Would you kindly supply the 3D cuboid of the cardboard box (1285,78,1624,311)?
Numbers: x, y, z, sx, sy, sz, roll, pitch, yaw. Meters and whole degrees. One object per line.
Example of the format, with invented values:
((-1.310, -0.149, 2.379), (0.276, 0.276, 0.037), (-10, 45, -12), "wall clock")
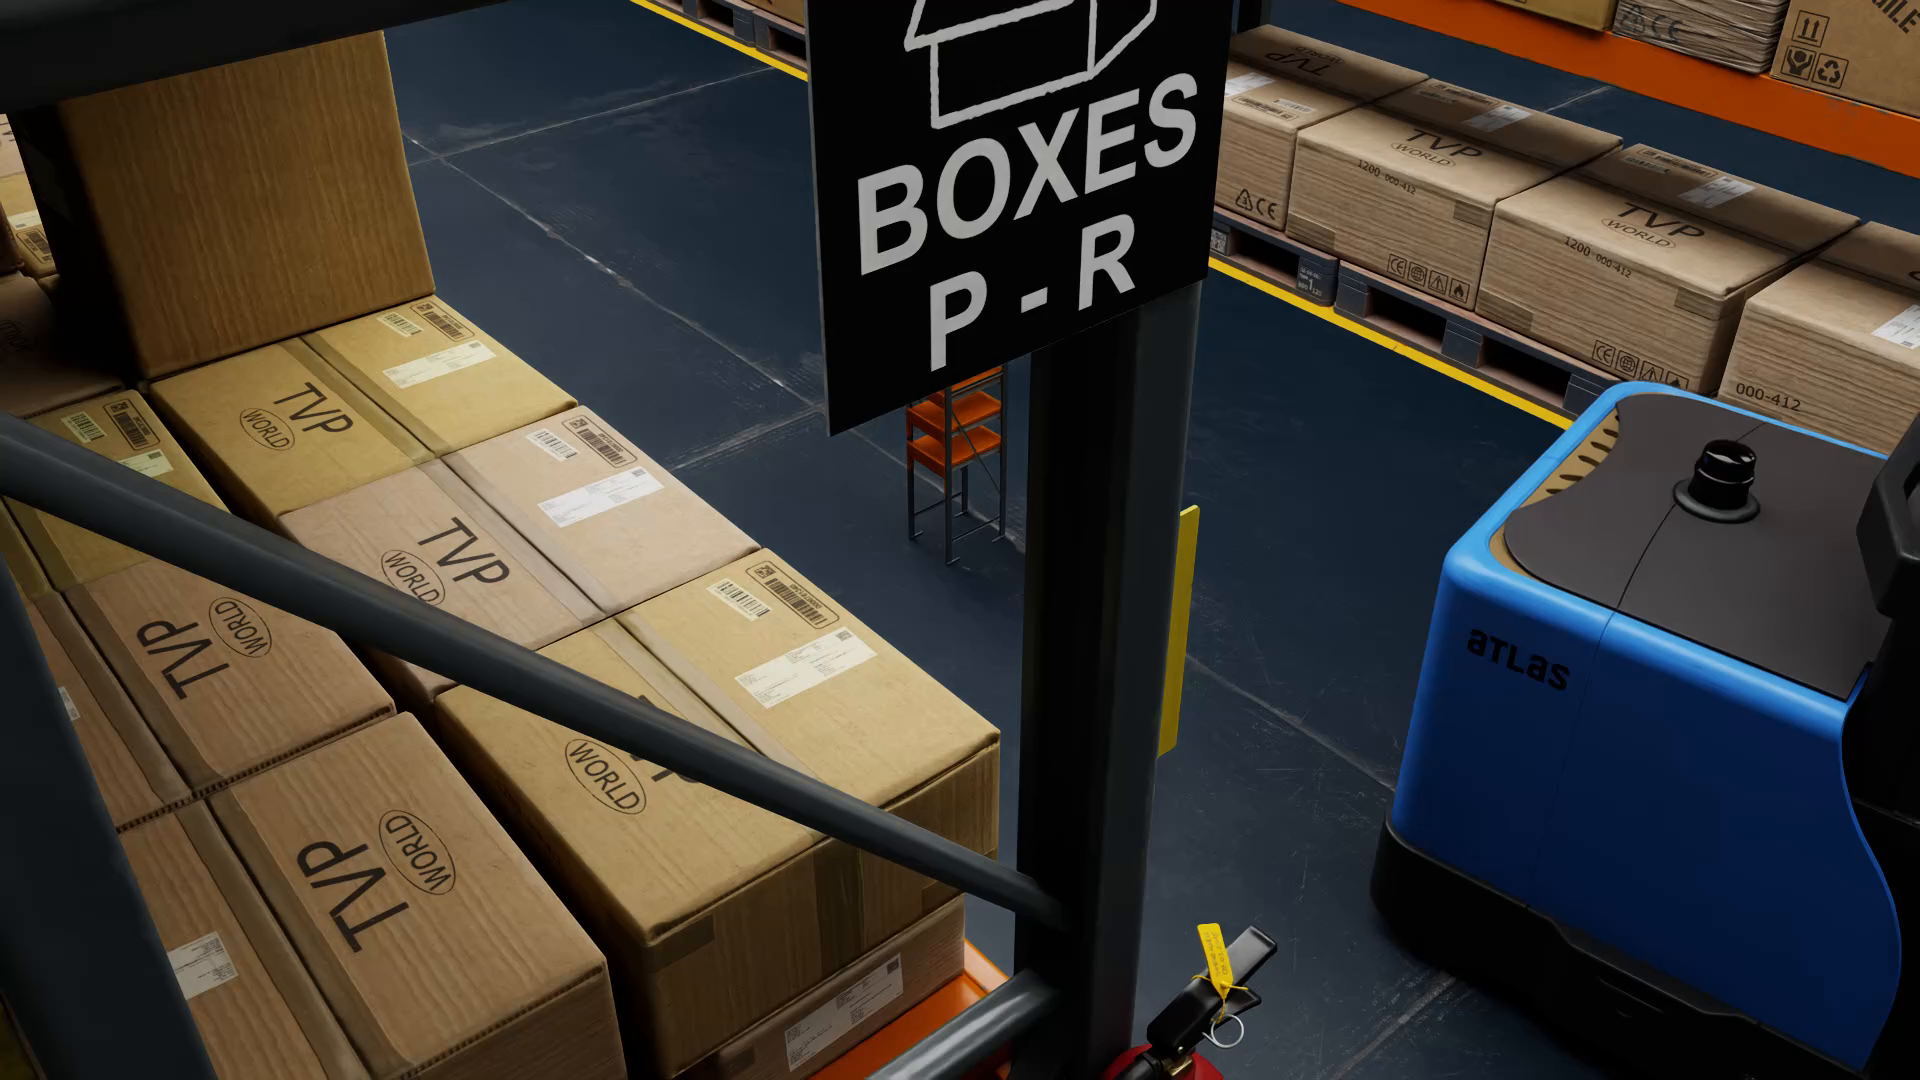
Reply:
((1.897, -1.361, 6.430), (0.875, 0.438, 0.875), (-27, 44, -33), "cardboard box")

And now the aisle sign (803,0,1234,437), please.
((0.056, -0.469, 1.067), (0.394, 0.787, 0.004), (-26, 43, -32), "aisle sign")

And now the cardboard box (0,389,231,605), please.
((-1.360, 0.059, 2.444), (0.500, 0.250, 0.500), (-25, 42, -30), "cardboard box")

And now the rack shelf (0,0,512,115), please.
((-1.503, -1.142, 2.294), (1.077, 0.370, 4.000), (-26, 43, -32), "rack shelf")

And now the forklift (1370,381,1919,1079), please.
((2.434, 0.032, 2.669), (3.031, 2.935, 1.130), (25, 42, 31), "forklift")

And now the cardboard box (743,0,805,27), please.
((-0.631, -3.287, 8.770), (0.875, 0.875, 0.875), (-25, 43, -31), "cardboard box")

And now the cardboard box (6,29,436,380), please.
((-1.268, -0.658, 2.807), (0.500, 0.500, 0.500), (-25, 42, -31), "cardboard box")

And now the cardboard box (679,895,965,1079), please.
((-0.215, 0.526, 2.129), (0.380, 0.149, 0.250), (-26, 43, -32), "cardboard box")

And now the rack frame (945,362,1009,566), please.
((0.050, -0.456, 4.855), (0.240, 1.200, 0.006), (-26, 43, -32), "rack frame")

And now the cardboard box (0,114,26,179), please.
((-1.944, -0.805, 3.664), (0.500, 0.250, 0.500), (-26, 43, -32), "cardboard box")

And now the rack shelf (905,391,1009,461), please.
((-0.009, -0.362, 5.007), (0.258, 0.103, 0.180), (-26, 43, -32), "rack shelf")

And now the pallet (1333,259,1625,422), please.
((2.218, -0.906, 6.346), (1.003, 0.211, 1.213), (-26, 43, -32), "pallet")

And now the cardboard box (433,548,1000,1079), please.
((-0.299, 0.310, 2.089), (0.500, 0.250, 0.500), (-26, 43, -32), "cardboard box")

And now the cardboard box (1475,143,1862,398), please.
((2.478, -0.962, 5.867), (0.875, 0.438, 0.875), (-25, 42, -31), "cardboard box")

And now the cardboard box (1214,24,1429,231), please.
((1.319, -1.756, 6.988), (0.875, 0.438, 0.875), (-27, 43, -32), "cardboard box")

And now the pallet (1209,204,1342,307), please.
((1.427, -1.445, 7.107), (1.003, 0.211, 1.213), (-26, 43, -32), "pallet")

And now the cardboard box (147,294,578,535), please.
((-0.954, -0.135, 2.717), (0.500, 0.250, 0.500), (-27, 43, -33), "cardboard box")

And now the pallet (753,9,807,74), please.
((-0.351, -2.661, 8.825), (1.003, 0.211, 1.213), (-26, 43, -32), "pallet")

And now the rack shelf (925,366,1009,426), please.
((-0.009, -0.460, 4.938), (0.258, 0.103, 0.180), (-26, 43, -32), "rack shelf")

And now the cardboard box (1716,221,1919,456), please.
((3.075, -0.561, 5.301), (0.875, 0.438, 0.875), (-28, 44, -33), "cardboard box")

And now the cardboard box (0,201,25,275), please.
((-2.036, -0.704, 2.872), (0.500, 0.500, 0.500), (-27, 44, -33), "cardboard box")

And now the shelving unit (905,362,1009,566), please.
((-0.009, -0.496, 4.912), (0.258, 1.200, 0.189), (-26, 43, -32), "shelving unit")

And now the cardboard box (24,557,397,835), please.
((-1.044, 0.279, 2.133), (0.500, 0.250, 0.500), (-26, 43, -32), "cardboard box")

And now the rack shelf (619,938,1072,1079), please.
((-1.503, 0.082, 3.161), (1.077, 0.370, 4.000), (-26, 43, -32), "rack shelf")

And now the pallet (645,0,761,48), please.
((-1.134, -3.199, 9.585), (1.003, 0.211, 1.213), (-26, 43, -32), "pallet")

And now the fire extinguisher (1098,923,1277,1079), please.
((0.236, 0.748, 1.988), (0.296, 0.674, 0.183), (-26, 43, -32), "fire extinguisher")

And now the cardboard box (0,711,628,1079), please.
((-0.712, 0.507, 1.811), (0.500, 0.250, 0.500), (-25, 42, -31), "cardboard box")

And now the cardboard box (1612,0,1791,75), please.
((2.412, -1.787, 5.092), (0.500, 0.500, 0.500), (-25, 42, -31), "cardboard box")

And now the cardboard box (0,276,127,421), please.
((-1.697, -0.172, 2.770), (0.500, 0.250, 0.500), (-26, 43, -32), "cardboard box")

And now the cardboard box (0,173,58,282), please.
((-1.632, -0.580, 3.346), (0.500, 0.250, 0.500), (-26, 43, -32), "cardboard box")

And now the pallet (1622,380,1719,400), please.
((3.001, -0.367, 5.586), (1.003, 0.211, 1.213), (-26, 43, -32), "pallet")

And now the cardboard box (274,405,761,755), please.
((-0.625, 0.088, 2.403), (0.500, 0.250, 0.500), (-26, 43, -31), "cardboard box")

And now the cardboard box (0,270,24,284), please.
((-2.020, -0.388, 3.075), (0.500, 0.250, 0.500), (-25, 42, -31), "cardboard box")

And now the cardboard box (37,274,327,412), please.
((-1.301, -0.352, 3.025), (0.500, 0.250, 0.500), (-27, 43, -33), "cardboard box")

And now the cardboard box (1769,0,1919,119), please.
((2.751, -1.564, 4.776), (0.500, 0.500, 0.500), (-27, 43, -33), "cardboard box")

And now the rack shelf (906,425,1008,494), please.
((-0.009, -0.264, 5.077), (0.258, 0.103, 0.180), (-26, 43, -32), "rack shelf")

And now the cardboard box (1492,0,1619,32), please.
((2.069, -2.010, 5.407), (0.500, 0.500, 0.500), (-25, 42, -30), "cardboard box")

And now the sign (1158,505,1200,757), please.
((0.202, 0.116, 1.742), (0.100, 0.325, 0.005), (-26, 43, -32), "sign")

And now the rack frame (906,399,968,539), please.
((-0.068, -0.536, 4.969), (0.240, 1.200, 0.006), (-26, 43, -32), "rack frame")

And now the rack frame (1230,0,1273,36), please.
((0.996, -2.948, 6.817), (1.000, 3.000, 0.127), (-26, 43, -32), "rack frame")
